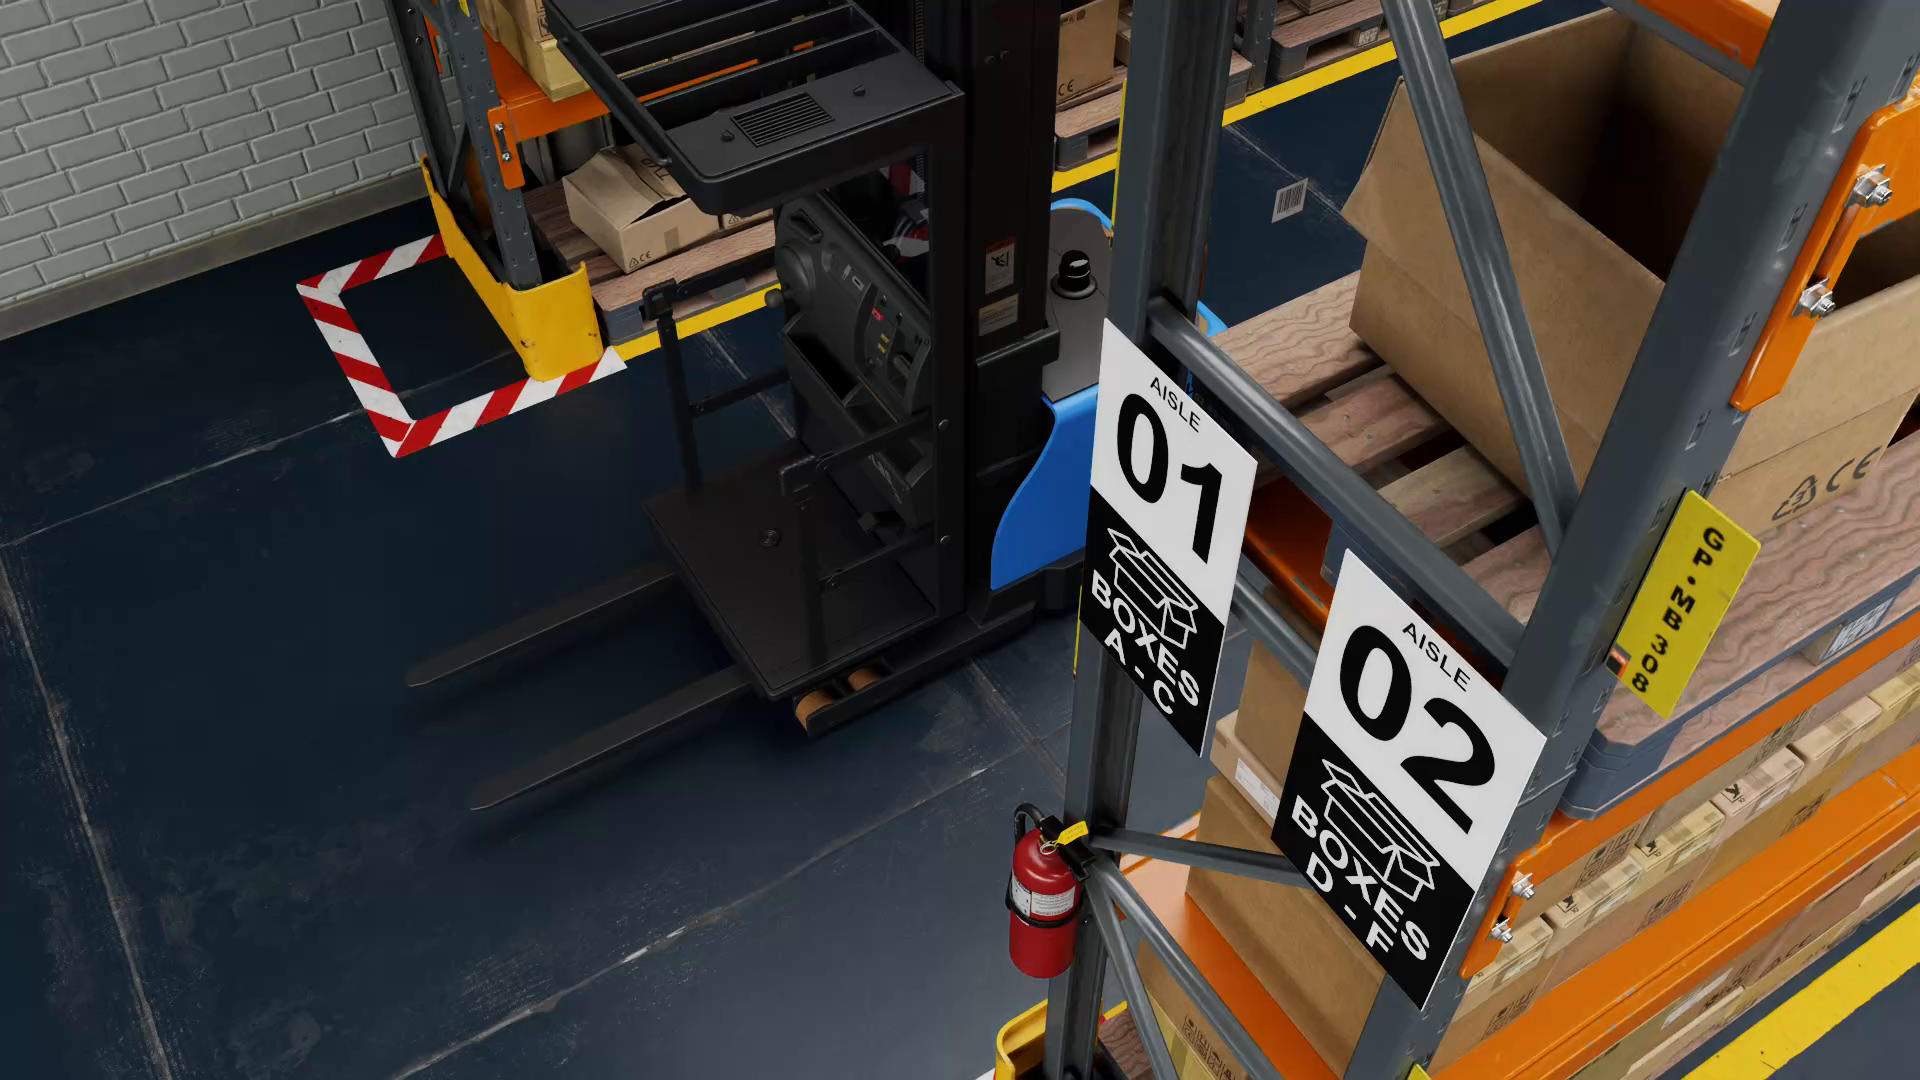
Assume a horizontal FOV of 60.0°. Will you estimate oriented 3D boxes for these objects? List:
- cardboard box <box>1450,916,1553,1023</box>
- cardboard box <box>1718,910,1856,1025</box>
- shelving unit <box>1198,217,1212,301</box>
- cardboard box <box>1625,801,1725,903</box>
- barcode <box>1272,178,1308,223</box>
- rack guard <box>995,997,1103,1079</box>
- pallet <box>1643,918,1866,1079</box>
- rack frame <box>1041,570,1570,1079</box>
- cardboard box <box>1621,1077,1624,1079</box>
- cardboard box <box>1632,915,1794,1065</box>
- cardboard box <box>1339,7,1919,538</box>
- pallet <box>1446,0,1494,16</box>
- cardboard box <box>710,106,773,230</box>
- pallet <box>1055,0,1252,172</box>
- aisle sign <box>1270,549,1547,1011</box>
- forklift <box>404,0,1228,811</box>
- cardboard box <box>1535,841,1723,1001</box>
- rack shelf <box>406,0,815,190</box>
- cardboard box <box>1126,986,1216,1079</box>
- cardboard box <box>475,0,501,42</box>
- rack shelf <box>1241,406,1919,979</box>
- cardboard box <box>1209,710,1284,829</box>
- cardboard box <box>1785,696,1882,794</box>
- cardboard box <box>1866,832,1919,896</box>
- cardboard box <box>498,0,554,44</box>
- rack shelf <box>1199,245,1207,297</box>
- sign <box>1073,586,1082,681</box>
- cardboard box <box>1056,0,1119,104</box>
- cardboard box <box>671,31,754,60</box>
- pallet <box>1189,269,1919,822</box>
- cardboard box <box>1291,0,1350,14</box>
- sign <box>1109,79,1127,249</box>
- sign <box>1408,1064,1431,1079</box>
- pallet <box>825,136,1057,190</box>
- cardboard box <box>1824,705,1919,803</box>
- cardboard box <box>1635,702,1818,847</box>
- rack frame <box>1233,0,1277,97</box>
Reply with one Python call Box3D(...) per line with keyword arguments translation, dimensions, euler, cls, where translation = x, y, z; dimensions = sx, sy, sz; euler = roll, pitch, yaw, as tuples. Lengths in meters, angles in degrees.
Box3D(translation=(1.004, 0.775, 3.495), dimensions=(0.250, 0.149, 0.380), euler=(-26, 53, -21), cls="cardboard box")
Box3D(translation=(2.399, 1.149, 5.223), dimensions=(0.500, 0.250, 0.500), euler=(-25, 53, -21), cls="cardboard box")
Box3D(translation=(0.807, -0.877, 6.773), dimensions=(0.252, 1.050, 0.215), euler=(-35, 57, -27), cls="shelving unit")
Box3D(translation=(1.438, 0.570, 3.678), dimensions=(0.250, 0.149, 0.380), euler=(-25, 53, -21), cls="cardboard box")
Box3D(translation=(0.555, -0.571, 2.798), dimensions=(0.075, 0.075, 0.001), euler=(-25, 53, -21), cls="barcode")
Box3D(translation=(0.537, 1.885, 4.682), dimensions=(0.348, 0.500, 1.175), euler=(-25, 53, -21), cls="rack guard")
Box3D(translation=(2.212, 1.157, 5.523), dimensions=(1.213, 0.211, 1.003), euler=(-25, 53, -21), cls="pallet")
Box3D(translation=(0.557, 1.044, 3.757), dimensions=(0.127, 3.000, 1.000), euler=(-25, 53, -21), cls="rack frame")
Box3D(translation=(1.550, 1.544, 4.871), dimensions=(0.500, 0.250, 0.500), euler=(-25, 53, -21), cls="cardboard box")
Box3D(translation=(1.967, 1.089, 4.775), dimensions=(0.500, 0.500, 0.500), euler=(-25, 53, -21), cls="cardboard box")
Box3D(translation=(1.046, -0.400, 2.590), dimensions=(0.637, 0.503, 0.797), euler=(-22, 52, -18), cls="cardboard box")
Box3D(translation=(2.984, -3.550, 9.715), dimensions=(1.213, 0.211, 1.003), euler=(-25, 53, -21), cls="pallet")
Box3D(translation=(-0.974, -1.781, 7.779), dimensions=(0.500, 0.311, 0.500), euler=(-21, 52, -18), cls="cardboard box")
Box3D(translation=(0.745, -2.459, 8.744), dimensions=(1.213, 0.211, 1.003), euler=(-25, 53, -21), cls="pallet")
Box3D(translation=(0.665, 0.399, 2.590), dimensions=(0.004, 0.787, 0.394), euler=(-25, 53, -21), cls="aisle sign")
Box3D(translation=(-0.535, -0.726, 5.379), dimensions=(3.031, 2.935, 1.130), euler=(-25, 53, -21), cls="forklift")
Box3D(translation=(1.401, 0.621, 4.067), dimensions=(0.500, 0.500, 0.700), euler=(-24, 53, -20), cls="cardboard box")
Box3D(translation=(-0.398, -2.641, 7.520), dimensions=(4.000, 0.370, 1.077), euler=(-25, 53, -21), cls="rack shelf")
Box3D(translation=(0.853, 1.419, 4.983), dimensions=(0.500, 0.250, 0.500), euler=(-25, 53, -21), cls="cardboard box")
Box3D(translation=(-1.797, -2.348, 6.865), dimensions=(0.500, 0.250, 0.500), euler=(-25, 53, -20), cls="cardboard box")
Box3D(translation=(2.249, -0.511, 3.615), dimensions=(4.000, 0.370, 1.077), euler=(-25, 53, -21), cls="rack shelf")
Box3D(translation=(0.779, 0.523, 3.720), dimensions=(0.250, 0.149, 0.380), euler=(-26, 53, -21), cls="cardboard box")
Box3D(translation=(1.876, 0.363, 3.862), dimensions=(0.250, 0.149, 0.380), euler=(-27, 54, -22), cls="cardboard box")
Box3D(translation=(2.815, 0.692, 5.128), dimensions=(0.500, 0.500, 0.500), euler=(-25, 53, -21), cls="cardboard box")
Box3D(translation=(-1.525, -2.289, 6.311), dimensions=(0.500, 0.500, 0.500), euler=(-25, 53, -21), cls="cardboard box")
Box3D(translation=(0.807, -1.059, 6.569), dimensions=(0.240, 0.259, 0.215), euler=(-35, 57, -27), cls="rack shelf")
Box3D(translation=(0.280, 0.232, 3.546), dimensions=(0.005, 0.325, 0.100), euler=(-25, 53, -21), cls="sign")
Box3D(translation=(0.437, -2.553, 8.340), dimensions=(0.500, 0.500, 0.500), euler=(-29, 54, -23), cls="cardboard box")
Box3D(translation=(-1.075, -2.250, 6.777), dimensions=(0.500, 0.250, 0.500), euler=(-27, 54, -22), cls="cardboard box")
Box3D(translation=(1.169, -0.189, 2.906), dimensions=(1.213, 0.211, 1.003), euler=(-25, 53, -21), cls="pallet")
Box3D(translation=(1.908, -3.296, 9.001), dimensions=(0.500, 0.500, 0.700), euler=(-24, 52, -20), cls="cardboard box")
Box3D(translation=(0.280, -0.570, 2.646), dimensions=(0.005, 0.325, 0.100), euler=(-25, 53, -21), cls="sign")
Box3D(translation=(0.848, 1.083, 3.090), dimensions=(0.005, 0.325, 0.100), euler=(-25, 53, -21), cls="sign")
Box3D(translation=(-0.288, -1.970, 8.309), dimensions=(1.213, 0.211, 1.003), euler=(-25, 53, -21), cls="pallet")
Box3D(translation=(2.267, 0.215, 4.429), dimensions=(0.500, 0.500, 0.700), euler=(-24, 52, -20), cls="cardboard box")
Box3D(translation=(1.446, 0.168, 3.602), dimensions=(0.500, 0.500, 0.700), euler=(-27, 53, -22), cls="cardboard box")
Box3D(translation=(1.294, -3.677, 7.961), dimensions=(0.127, 3.000, 1.000), euler=(-25, 53, -21), cls="rack frame")
